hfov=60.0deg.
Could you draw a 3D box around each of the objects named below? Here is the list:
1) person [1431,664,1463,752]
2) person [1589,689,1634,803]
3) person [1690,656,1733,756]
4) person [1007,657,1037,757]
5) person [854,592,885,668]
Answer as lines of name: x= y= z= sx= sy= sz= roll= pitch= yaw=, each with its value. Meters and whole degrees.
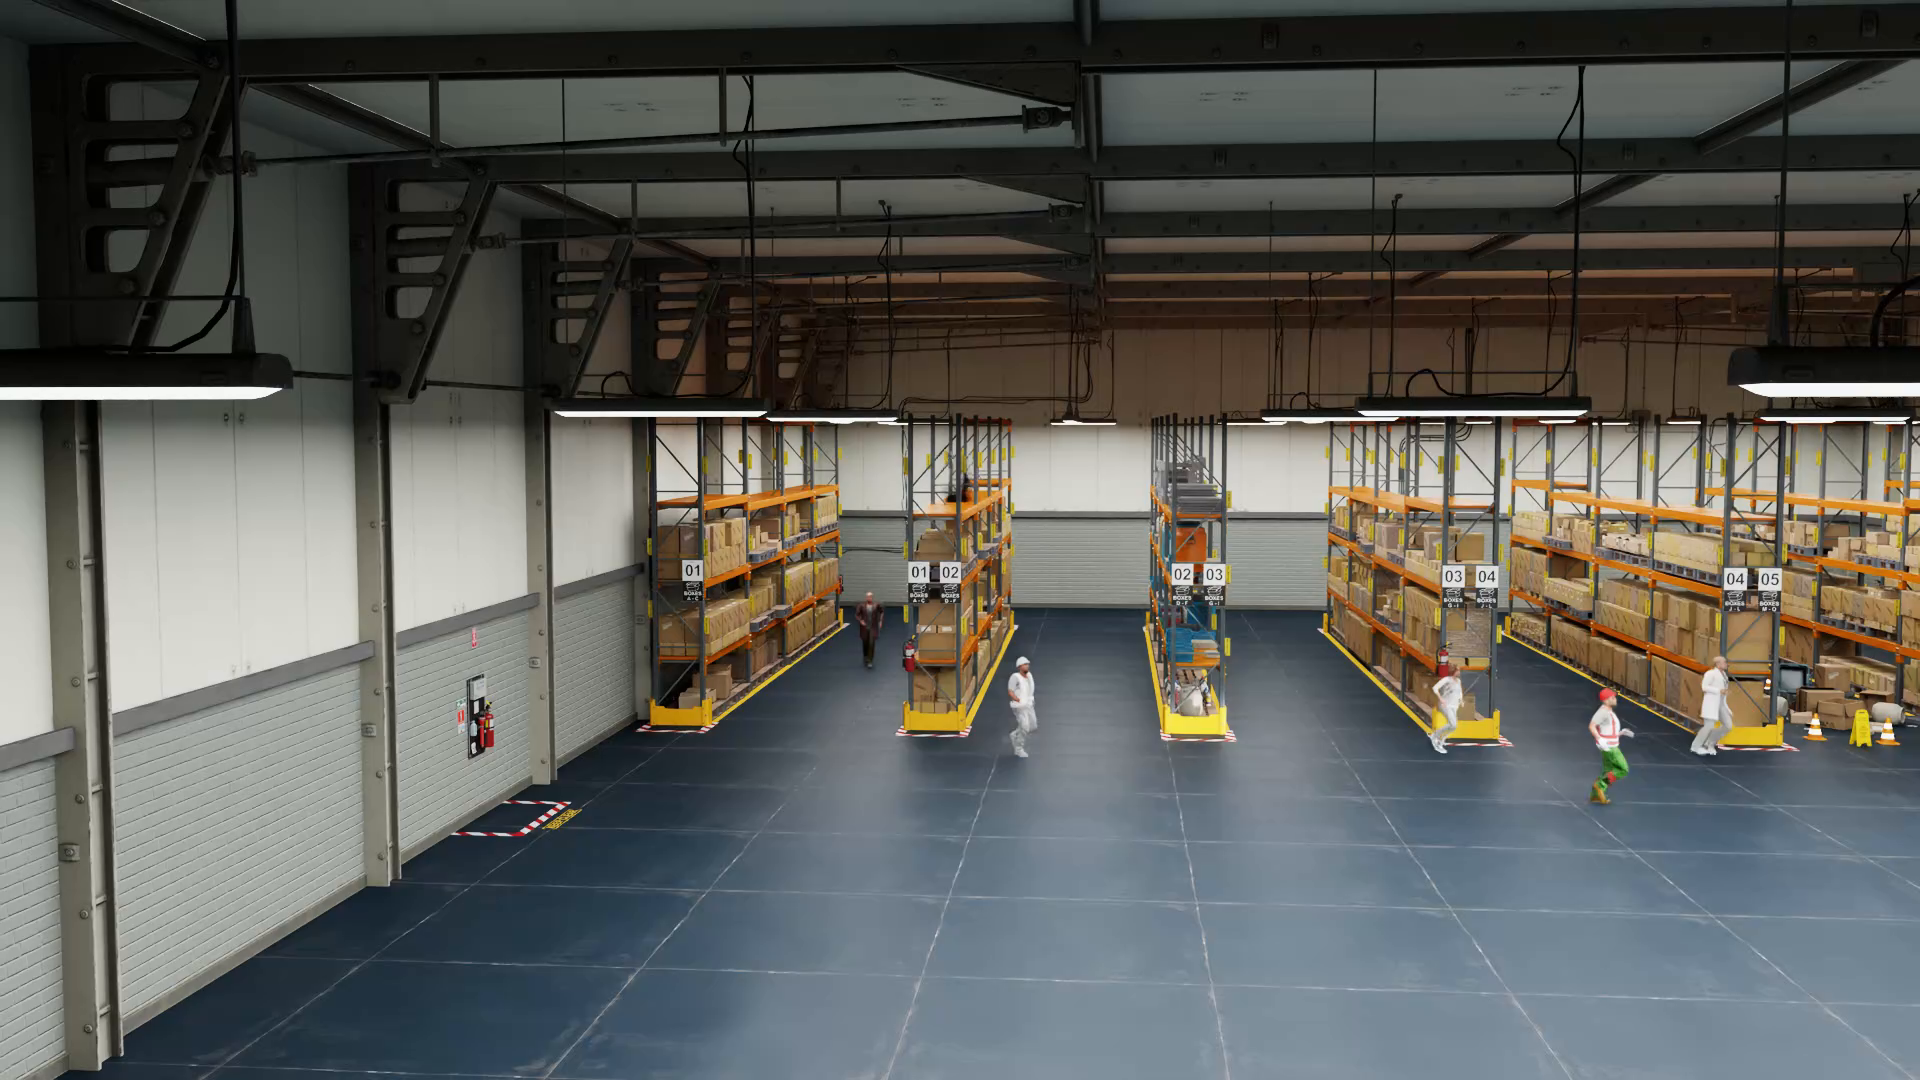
person: x=8.687 y=2.977 z=29.442 sx=0.542 sy=1.550 sz=0.495 roll=-3 pitch=5 yaw=-37
person: x=9.896 y=3.135 z=25.249 sx=0.615 sy=1.743 sz=0.643 roll=2 pitch=4 yaw=26
person: x=13.271 y=2.909 z=29.108 sx=0.714 sy=1.745 sz=0.689 roll=-2 pitch=4 yaw=-27
person: x=1.077 y=2.903 z=29.053 sx=0.618 sy=1.737 sz=0.718 roll=3 pitch=5 yaw=36
person: x=-2.180 y=2.244 z=40.070 sx=0.736 sy=1.590 sz=0.890 roll=0 pitch=4 yaw=-2
